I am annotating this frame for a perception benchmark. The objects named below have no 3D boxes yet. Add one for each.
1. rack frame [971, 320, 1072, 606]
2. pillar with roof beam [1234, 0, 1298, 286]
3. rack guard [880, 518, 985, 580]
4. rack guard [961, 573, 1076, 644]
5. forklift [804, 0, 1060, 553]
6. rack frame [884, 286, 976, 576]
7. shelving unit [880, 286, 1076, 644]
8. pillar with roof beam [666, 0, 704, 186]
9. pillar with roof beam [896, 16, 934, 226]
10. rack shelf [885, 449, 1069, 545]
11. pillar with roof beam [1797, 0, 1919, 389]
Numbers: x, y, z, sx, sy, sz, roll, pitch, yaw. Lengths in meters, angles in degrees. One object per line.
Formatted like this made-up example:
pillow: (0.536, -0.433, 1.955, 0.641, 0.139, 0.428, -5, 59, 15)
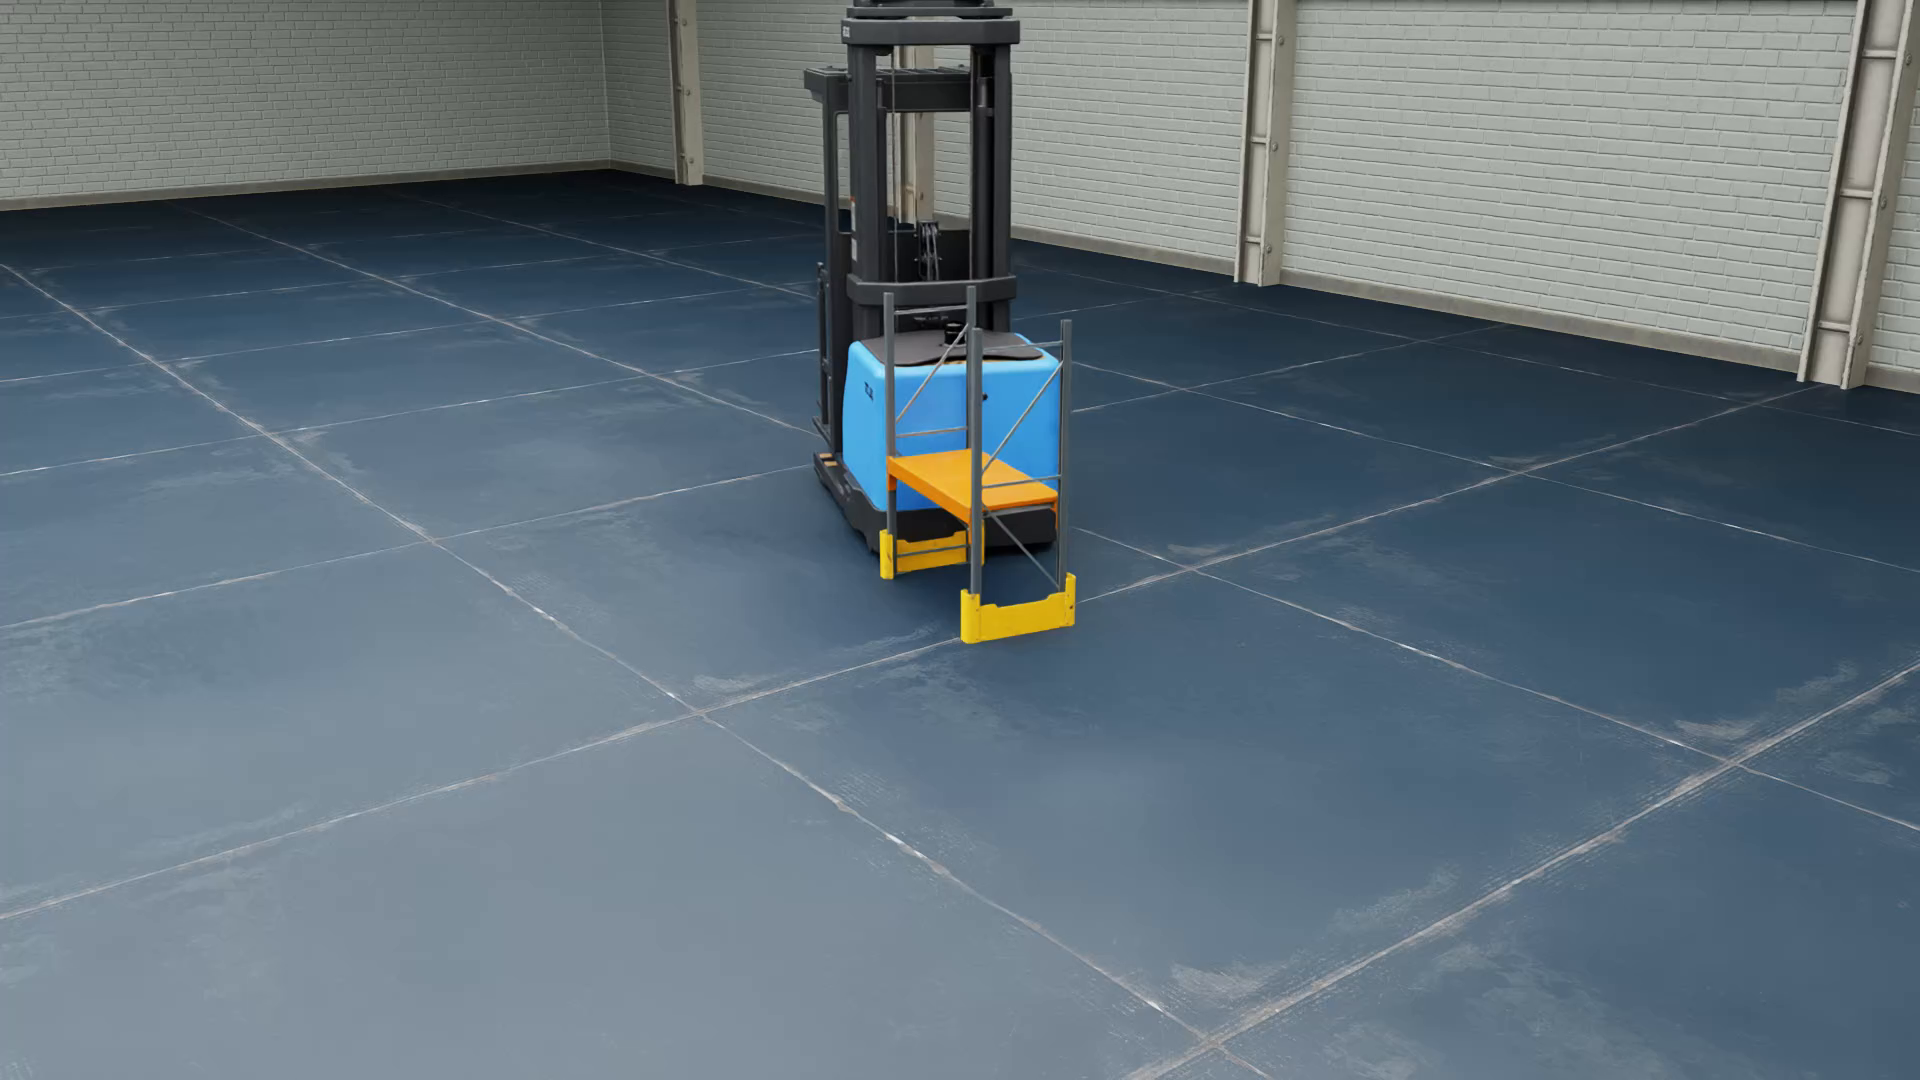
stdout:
rack frame: (0.283, -0.266, 7.780, 0.500, 1.500, 0.032, -8, 20, -24)
pillar with roof beam: (-0.229, -6.155, 13.636, 9.100, 9.000, 0.400, -14, 23, -36)
rack guard: (-0.142, 0.044, 8.833, 0.587, 0.250, 0.087, -8, 20, -24)
rack guard: (0.282, 0.327, 7.978, 0.587, 0.250, 0.087, -8, 20, -24)
forklift: (-0.301, -1.739, 9.953, 1.130, 2.935, 3.031, -5, 19, -13)
rack frame: (-0.150, -0.555, 8.654, 0.500, 1.500, 0.032, -8, 20, -24)
shelving unit: (0.070, -0.408, 8.209, 0.587, 1.500, 1.083, -8, 20, -24)
pillar with roof beam: (-7.680, -9.112, 22.566, 9.100, 9.000, 0.400, -14, 23, -36)
pillar with roof beam: (-3.955, -7.634, 18.101, 9.100, 9.000, 0.400, -14, 23, -36)
rack shelf: (0.066, -0.240, 8.273, 0.538, 0.185, 1.000, -8, 20, -24)
pillar with roof beam: (3.496, -4.677, 9.171, 9.100, 9.000, 0.400, -14, 23, -36)
